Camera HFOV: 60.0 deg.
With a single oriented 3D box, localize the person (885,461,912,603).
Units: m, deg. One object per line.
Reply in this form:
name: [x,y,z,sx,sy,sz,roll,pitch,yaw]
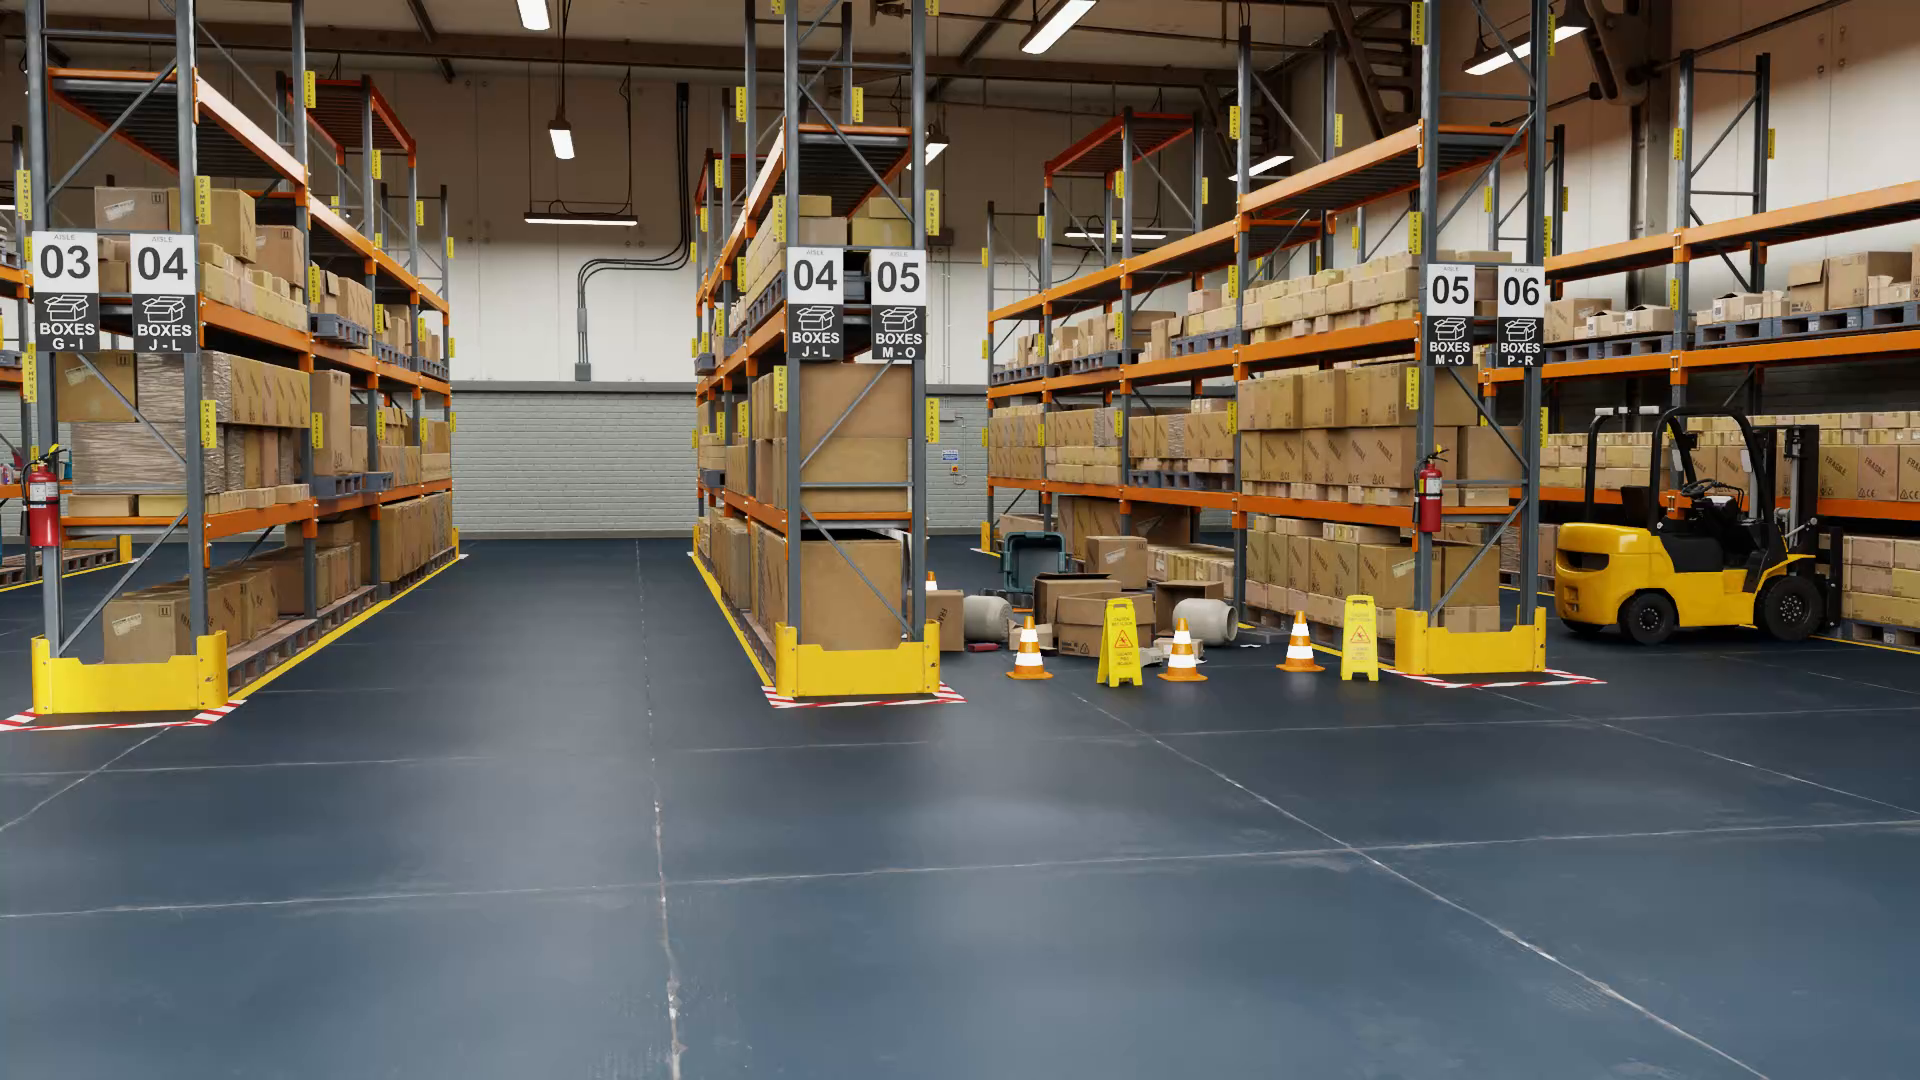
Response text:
person: [-0.678,-0.100,19.059,0.417,1.663,0.542,-1,3,-13]
